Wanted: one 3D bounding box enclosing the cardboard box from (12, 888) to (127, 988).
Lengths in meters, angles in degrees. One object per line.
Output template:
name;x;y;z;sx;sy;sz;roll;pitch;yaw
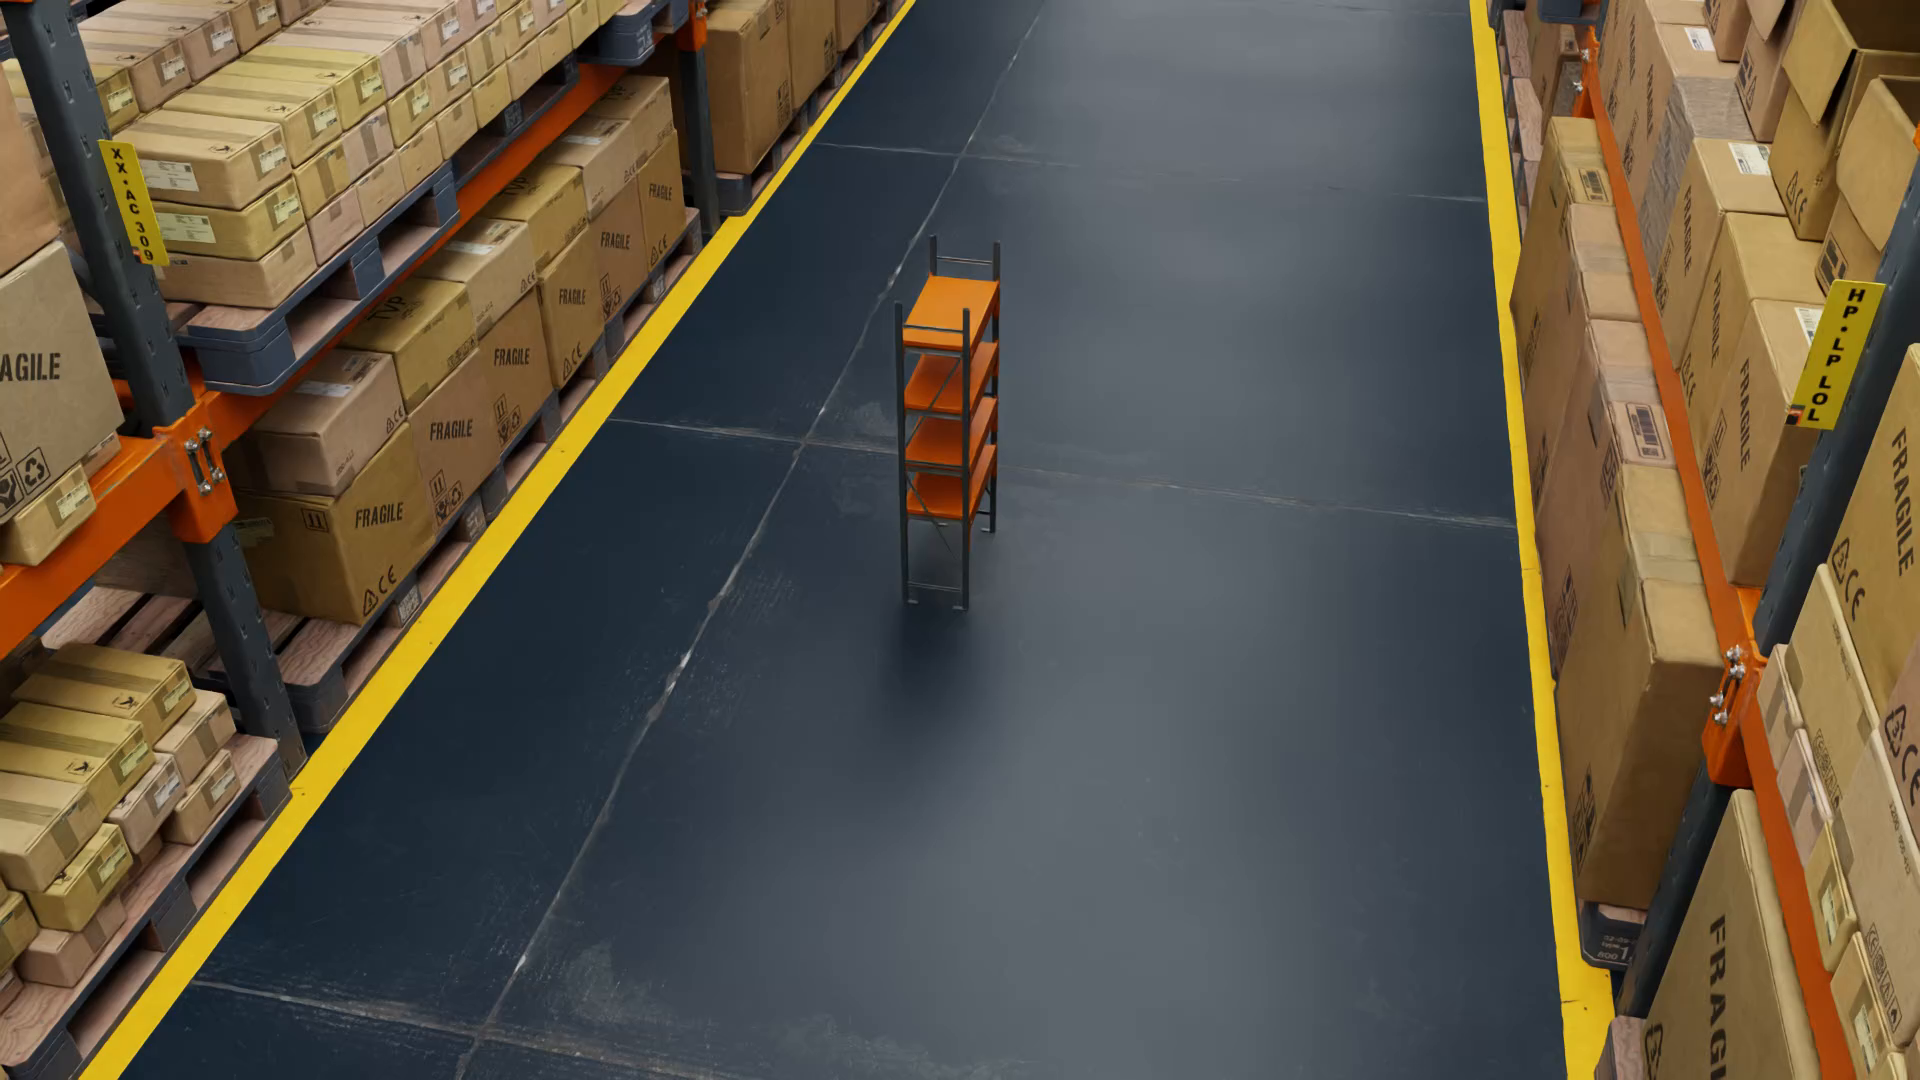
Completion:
cardboard box;-2.450;1.009;4.374;0.380;0.149;0.250;6;36;8

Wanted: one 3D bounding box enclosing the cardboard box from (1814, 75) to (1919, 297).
cardboard box;2.383;-0.675;3.686;0.797;0.503;0.637;6;36;9

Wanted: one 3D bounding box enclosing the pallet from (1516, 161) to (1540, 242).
pallet;3.278;-1.473;8.103;1.003;0.211;1.213;7;37;10

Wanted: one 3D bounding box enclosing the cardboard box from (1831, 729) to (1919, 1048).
cardboard box;1.788;0.600;2.741;0.500;0.250;0.500;7;37;10

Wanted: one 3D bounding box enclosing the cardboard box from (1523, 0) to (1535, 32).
cardboard box;3.812;-3.265;9.953;0.700;0.500;0.500;5;36;6

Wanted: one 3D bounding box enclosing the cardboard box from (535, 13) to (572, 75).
cardboard box;-1.650;-1.828;6.072;0.380;0.149;0.250;8;37;11

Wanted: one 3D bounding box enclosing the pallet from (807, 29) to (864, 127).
pallet;-1.210;-2.845;9.996;1.003;0.211;1.213;7;37;10

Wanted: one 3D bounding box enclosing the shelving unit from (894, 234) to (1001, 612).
shelving unit;-0.035;-0.391;5.767;0.258;1.200;0.503;7;37;10

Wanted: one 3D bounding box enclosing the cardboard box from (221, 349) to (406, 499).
cardboard box;-2.153;-0.393;5.370;0.500;0.250;0.500;6;36;8

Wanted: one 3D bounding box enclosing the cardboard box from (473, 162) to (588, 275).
cardboard box;-1.826;-1.291;6.608;0.500;0.250;0.500;8;37;11

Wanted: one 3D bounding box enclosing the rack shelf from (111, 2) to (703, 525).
rack shelf;-2.142;-1.396;6.234;1.077;0.370;4.000;7;37;10

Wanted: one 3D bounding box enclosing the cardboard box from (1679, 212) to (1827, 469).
cardboard box;2.200;-0.487;4.281;0.500;0.500;0.500;8;37;11

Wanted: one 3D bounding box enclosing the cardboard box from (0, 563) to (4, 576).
cardboard box;-2.465;0.061;3.824;0.380;0.149;0.250;9;37;12

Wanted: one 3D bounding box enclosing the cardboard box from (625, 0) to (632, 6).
cardboard box;-1.480;-2.273;6.686;0.380;0.149;0.250;8;37;11

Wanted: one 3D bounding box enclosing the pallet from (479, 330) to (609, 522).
pallet;-2.146;-0.560;6.843;1.003;0.211;1.213;7;37;10

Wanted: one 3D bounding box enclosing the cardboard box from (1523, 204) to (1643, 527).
cardboard box;2.744;-0.561;5.921;1.225;0.875;0.875;7;37;10

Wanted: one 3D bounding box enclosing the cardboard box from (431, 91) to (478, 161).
cardboard box;-1.816;-1.370;5.440;0.380;0.149;0.250;6;36;8

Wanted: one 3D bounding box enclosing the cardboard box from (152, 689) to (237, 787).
cardboard box;-2.326;0.543;4.763;0.380;0.149;0.250;8;37;11

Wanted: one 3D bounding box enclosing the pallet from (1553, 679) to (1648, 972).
pallet;2.346;0.816;4.945;1.003;0.211;1.213;7;37;10

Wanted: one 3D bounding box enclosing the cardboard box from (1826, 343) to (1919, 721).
cardboard box;1.903;0.018;2.905;0.500;0.500;0.500;7;37;10

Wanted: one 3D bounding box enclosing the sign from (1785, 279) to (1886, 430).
sign;1.723;-0.361;3.272;0.100;0.325;0.005;7;37;10

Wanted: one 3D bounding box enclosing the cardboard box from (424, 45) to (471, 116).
cardboard box;-1.817;-1.499;5.365;0.380;0.149;0.250;9;37;12

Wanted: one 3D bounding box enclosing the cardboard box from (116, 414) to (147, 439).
cardboard box;-2.657;-0.461;5.464;0.500;0.250;0.500;6;36;9

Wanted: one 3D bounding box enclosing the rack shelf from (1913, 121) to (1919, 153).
rack shelf;2.682;-1.931;4.416;1.077;0.370;4.000;7;37;10

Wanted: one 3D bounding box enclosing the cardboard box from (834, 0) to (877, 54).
cardboard box;-1.115;-3.467;10.037;1.050;0.750;0.750;7;37;10

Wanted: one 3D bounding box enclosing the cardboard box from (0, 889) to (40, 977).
cardboard box;-2.561;0.987;4.150;0.380;0.149;0.250;8;37;10

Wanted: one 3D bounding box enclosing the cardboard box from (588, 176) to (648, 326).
cardboard box;-1.714;-1.285;7.239;0.500;0.500;0.500;9;37;12

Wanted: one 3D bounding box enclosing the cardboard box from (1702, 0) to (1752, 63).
cardboard box;2.795;-1.811;5.253;0.797;0.503;0.637;8;37;11

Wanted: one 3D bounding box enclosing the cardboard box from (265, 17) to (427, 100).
cardboard box;-1.869;-1.469;5.070;0.380;0.149;0.250;7;36;9

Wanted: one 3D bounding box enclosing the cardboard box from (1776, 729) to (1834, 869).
cardboard box;1.811;0.519;3.192;0.380;0.149;0.250;6;36;8

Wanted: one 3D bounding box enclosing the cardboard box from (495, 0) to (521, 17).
cardboard box;-1.706;-1.915;5.685;0.380;0.149;0.250;8;37;11

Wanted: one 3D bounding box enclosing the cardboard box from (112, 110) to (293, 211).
cardboard box;-2.036;-1.019;4.449;0.380;0.149;0.250;9;37;12

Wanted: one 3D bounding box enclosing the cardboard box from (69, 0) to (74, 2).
cardboard box;-6.124;-3.684;10.658;0.950;0.372;0.625;8;37;12

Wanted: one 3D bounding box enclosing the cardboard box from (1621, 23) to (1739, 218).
cardboard box;2.526;-1.361;5.486;0.500;0.500;0.500;7;36;9

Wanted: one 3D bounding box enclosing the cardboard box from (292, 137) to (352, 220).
cardboard box;-1.982;-1.047;4.741;0.380;0.149;0.250;7;36;9

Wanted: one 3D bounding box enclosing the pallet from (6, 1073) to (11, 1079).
pallet;-2.936;1.679;3.754;1.003;0.211;1.213;7;37;10

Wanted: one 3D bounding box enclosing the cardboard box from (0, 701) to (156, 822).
cardboard box;-2.407;0.590;4.444;0.380;0.149;0.250;8;37;11

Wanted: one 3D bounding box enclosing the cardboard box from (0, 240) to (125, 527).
cardboard box;-2.396;-0.389;3.892;0.500;0.500;0.500;7;37;10

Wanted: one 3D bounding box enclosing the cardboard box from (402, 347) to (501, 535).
cardboard box;-2.041;-0.393;6.008;0.500;0.500;0.500;9;37;12

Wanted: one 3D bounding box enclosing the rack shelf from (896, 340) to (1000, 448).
rack shelf;-0.035;-0.518;5.675;0.258;0.148;0.480;7;37;10

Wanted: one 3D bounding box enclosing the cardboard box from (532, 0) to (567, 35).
cardboard box;-1.649;-1.943;5.978;0.380;0.149;0.250;8;37;11

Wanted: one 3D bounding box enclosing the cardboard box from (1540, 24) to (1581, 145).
cardboard box;3.453;-2.353;8.695;0.700;0.500;0.500;10;37;14

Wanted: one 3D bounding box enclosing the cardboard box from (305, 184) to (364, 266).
cardboard box;-1.982;-0.937;4.843;0.380;0.149;0.250;8;37;11

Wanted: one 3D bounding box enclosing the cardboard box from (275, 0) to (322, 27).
cardboard box;-2.395;-1.852;5.599;0.380;0.149;0.250;6;36;8

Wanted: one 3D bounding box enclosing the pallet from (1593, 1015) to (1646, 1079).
pallet;2.016;1.694;3.733;1.003;0.211;1.213;7;37;10

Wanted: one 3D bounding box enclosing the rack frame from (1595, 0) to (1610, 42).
rack frame;3.109;-2.155;6.667;1.000;3.000;0.127;7;37;10

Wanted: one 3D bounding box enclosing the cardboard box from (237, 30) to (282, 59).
cardboard box;-2.455;-1.582;5.480;0.380;0.149;0.250;6;36;8

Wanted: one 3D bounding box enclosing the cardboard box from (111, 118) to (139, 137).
cardboard box;-2.622;-1.134;4.861;0.380;0.149;0.250;8;37;10

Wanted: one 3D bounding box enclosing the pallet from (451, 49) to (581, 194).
pallet;-2.097;-1.617;6.088;1.003;0.211;1.213;7;37;10

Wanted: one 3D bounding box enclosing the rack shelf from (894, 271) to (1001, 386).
rack shelf;-0.035;-0.709;5.536;0.258;0.148;0.480;7;37;10

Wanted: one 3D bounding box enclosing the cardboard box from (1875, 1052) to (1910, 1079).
cardboard box;1.646;0.968;2.573;0.380;0.149;0.250;7;36;9

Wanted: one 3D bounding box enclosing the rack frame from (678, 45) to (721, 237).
rack frame;-1.715;-2.834;7.605;1.000;3.000;0.127;7;37;10

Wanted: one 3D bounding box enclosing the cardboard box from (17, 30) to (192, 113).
cardboard box;-2.560;-1.407;4.984;0.380;0.149;0.250;6;36;8
